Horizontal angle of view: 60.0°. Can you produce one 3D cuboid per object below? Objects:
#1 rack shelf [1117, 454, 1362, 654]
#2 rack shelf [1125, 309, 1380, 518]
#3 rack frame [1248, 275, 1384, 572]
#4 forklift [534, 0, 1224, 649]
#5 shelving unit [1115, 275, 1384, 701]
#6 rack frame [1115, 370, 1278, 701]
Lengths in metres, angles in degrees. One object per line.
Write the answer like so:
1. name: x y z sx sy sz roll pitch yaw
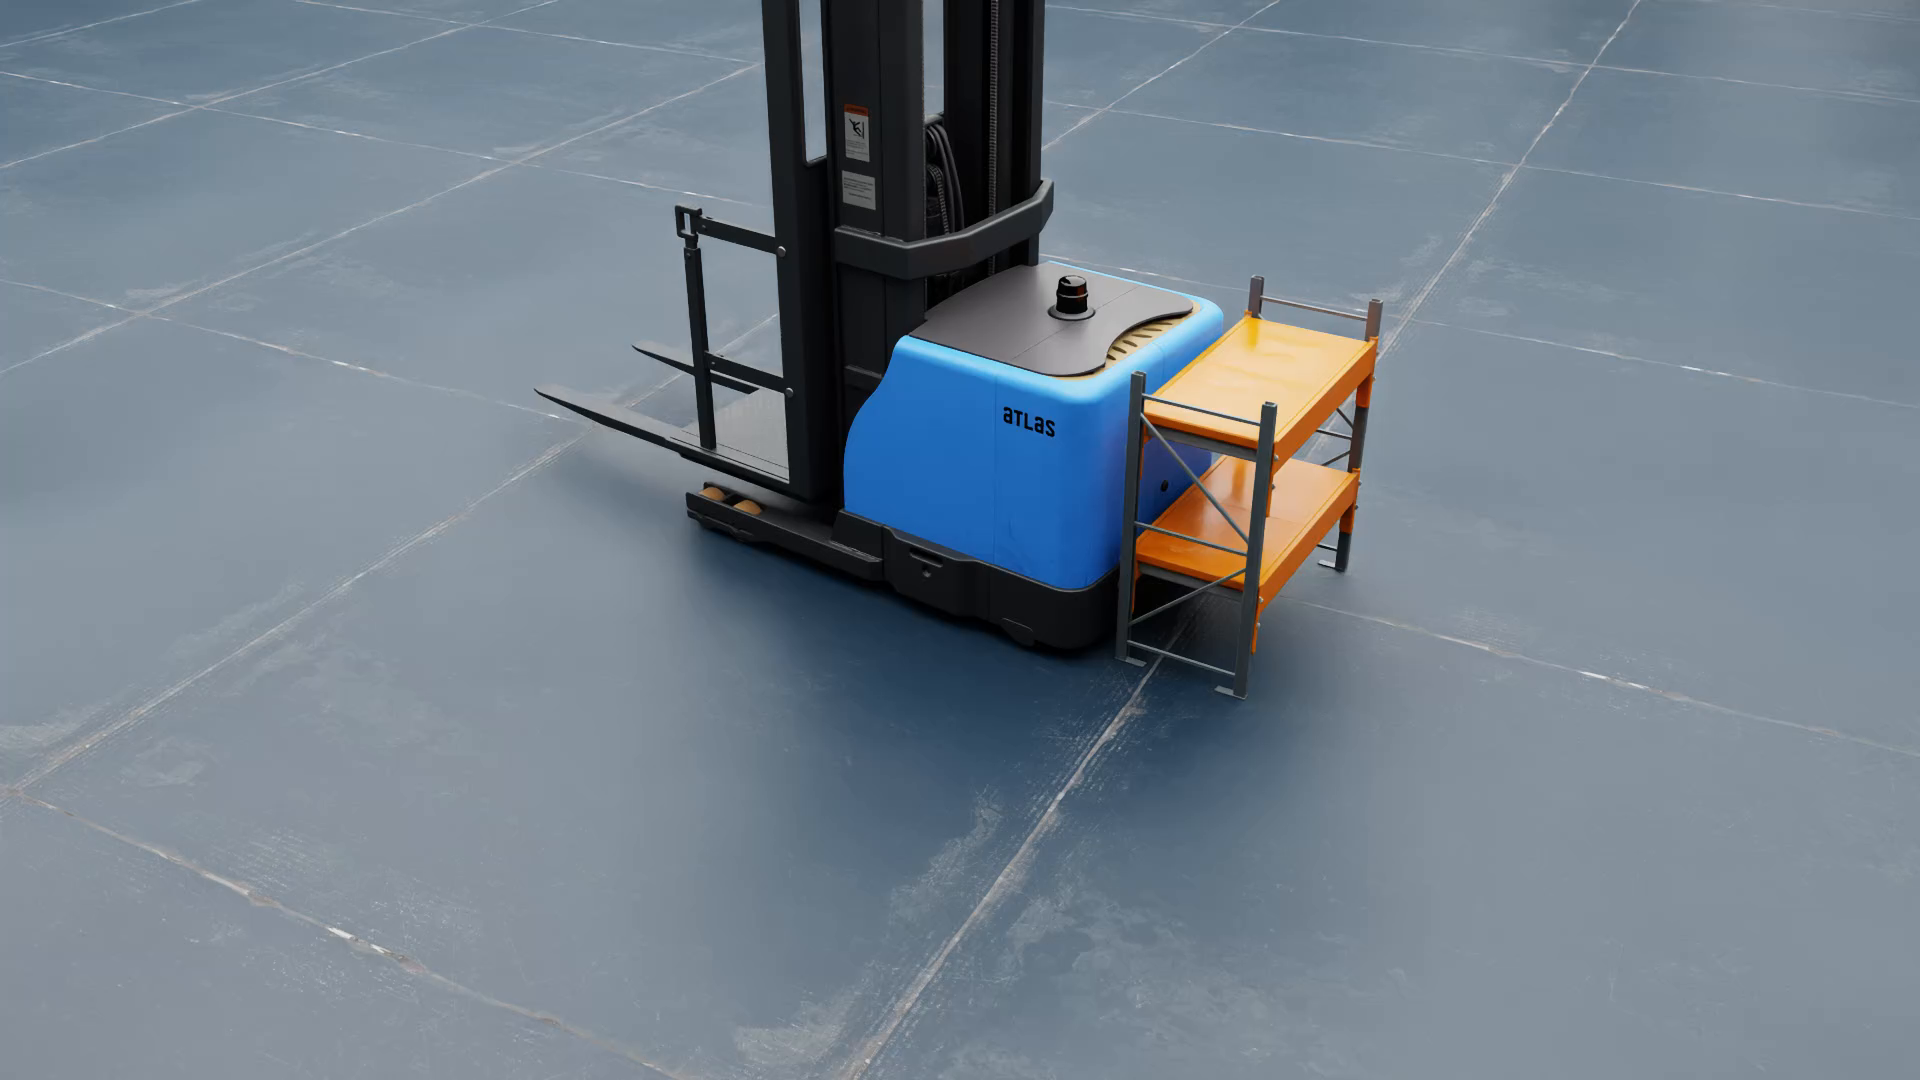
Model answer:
1. rack shelf: 1.043 -0.005 6.120 0.538 0.278 1.000 17 34 27
2. rack shelf: 1.043 -0.471 5.853 0.538 0.278 1.000 17 34 27
3. rack frame: 1.306 -0.434 6.376 0.500 1.125 0.032 17 34 27
4. forklift: -0.504 -1.454 6.338 3.031 2.935 1.130 20 35 31
5. shelving unit: 1.043 -0.217 5.999 0.538 1.125 1.048 17 34 27
6. rack frame: 0.781 0.000 5.621 0.500 1.125 0.032 17 34 27
